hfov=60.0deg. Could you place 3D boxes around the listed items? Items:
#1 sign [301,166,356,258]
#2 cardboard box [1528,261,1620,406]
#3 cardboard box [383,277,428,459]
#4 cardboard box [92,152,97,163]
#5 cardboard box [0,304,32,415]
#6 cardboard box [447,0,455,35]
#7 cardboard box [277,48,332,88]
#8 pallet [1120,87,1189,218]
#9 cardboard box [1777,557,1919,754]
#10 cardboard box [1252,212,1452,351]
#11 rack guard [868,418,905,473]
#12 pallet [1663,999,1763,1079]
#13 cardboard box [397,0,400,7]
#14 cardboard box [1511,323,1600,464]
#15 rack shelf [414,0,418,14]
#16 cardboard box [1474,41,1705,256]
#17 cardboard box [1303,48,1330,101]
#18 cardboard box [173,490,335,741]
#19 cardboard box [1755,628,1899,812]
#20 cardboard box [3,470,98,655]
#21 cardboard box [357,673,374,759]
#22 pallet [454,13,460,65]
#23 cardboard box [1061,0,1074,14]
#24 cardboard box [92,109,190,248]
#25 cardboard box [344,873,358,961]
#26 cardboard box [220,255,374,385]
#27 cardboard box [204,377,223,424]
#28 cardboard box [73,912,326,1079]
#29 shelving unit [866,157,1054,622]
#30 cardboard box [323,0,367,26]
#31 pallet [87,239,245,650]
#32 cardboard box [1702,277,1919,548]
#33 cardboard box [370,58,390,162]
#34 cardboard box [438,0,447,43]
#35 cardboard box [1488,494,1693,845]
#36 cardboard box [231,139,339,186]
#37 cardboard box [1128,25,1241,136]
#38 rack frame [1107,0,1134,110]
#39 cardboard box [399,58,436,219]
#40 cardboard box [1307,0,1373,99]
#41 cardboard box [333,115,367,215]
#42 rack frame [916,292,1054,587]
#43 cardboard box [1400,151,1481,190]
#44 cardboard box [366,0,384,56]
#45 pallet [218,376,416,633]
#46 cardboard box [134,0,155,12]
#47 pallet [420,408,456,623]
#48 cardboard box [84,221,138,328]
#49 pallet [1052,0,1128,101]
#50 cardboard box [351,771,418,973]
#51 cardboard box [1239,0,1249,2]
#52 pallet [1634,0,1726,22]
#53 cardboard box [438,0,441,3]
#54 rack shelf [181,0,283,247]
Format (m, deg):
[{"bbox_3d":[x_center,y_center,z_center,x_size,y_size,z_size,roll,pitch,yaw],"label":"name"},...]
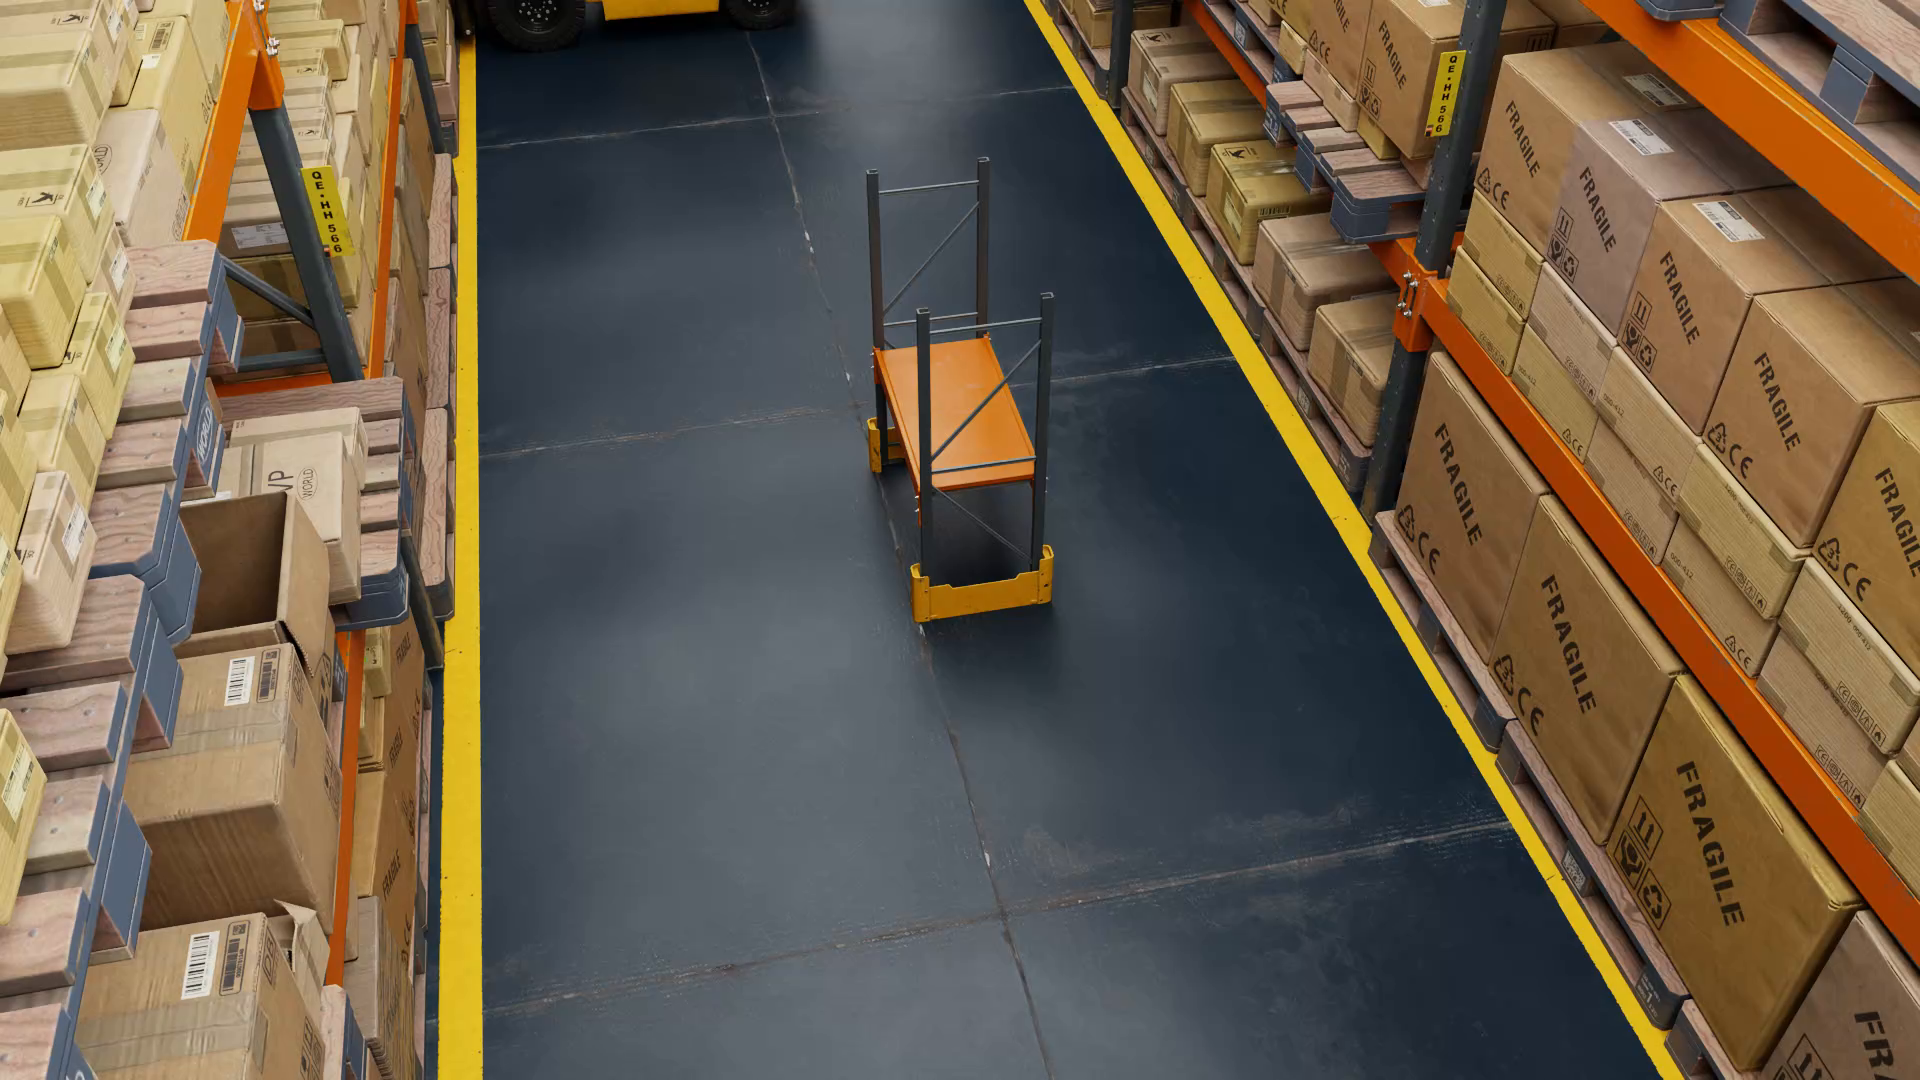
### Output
[{"bbox_3d":[-2.042,-1.057,5.369,0.100,0.325,0.005,-8,42,-9],"label":"sign"},{"bbox_3d":[2.255,-0.715,5.533,0.500,0.250,0.500,-7,42,-8],"label":"cardboard box"},{"bbox_3d":[-2.839,-0.668,7.215,0.875,0.625,0.625,-7,42,-8],"label":"cardboard box"},{"bbox_3d":[-2.006,-0.752,3.390,0.380,0.149,0.250,-7,42,-8],"label":"cardboard box"},{"bbox_3d":[-1.676,-0.221,2.553,0.380,0.149,0.250,-8,42,-9],"label":"cardboard box"},{"bbox_3d":[-3.465,-3.310,10.475,0.500,0.250,0.500,-8,42,-9],"label":"cardboard box"},{"bbox_3d":[-2.642,-1.761,6.410,0.380,0.149,0.250,-8,42,-9],"label":"cardboard box"},{"bbox_3d":[1.583,-2.329,9.715,1.003,0.211,1.213,-8,42,-9],"label":"pallet"},{"bbox_3d":[2.574,0.270,4.423,0.500,0.250,0.500,-7,42,-8],"label":"cardboard box"},{"bbox_3d":[1.997,-1.303,8.121,0.950,0.372,0.625,-9,42,-10],"label":"cardboard box"},{"bbox_3d":[-0.124,-0.466,7.586,0.587,0.250,0.087,-8,42,-9],"label":"rack guard"},{"bbox_3d":[2.900,1.863,4.993,1.003,0.211,1.213,-8,42,-9],"label":"pallet"},{"bbox_3d":[-3.069,-2.817,8.277,0.500,0.250,0.500,-7,42,-8],"label":"cardboard box"},{"bbox_3d":[2.264,-0.544,5.716,0.500,0.250,0.500,-9,42,-11],"label":"cardboard box"},{"bbox_3d":[-3.865,-4.190,10.253,1.077,0.370,4.000,-8,42,-9],"label":"rack shelf"},{"bbox_3d":[2.144,-1.340,5.672,0.500,0.500,0.500,-10,43,-11],"label":"cardboard box"},{"bbox_3d":[1.703,-2.010,7.128,0.380,0.149,0.250,-10,43,-11],"label":"cardboard box"},{"bbox_3d":[-2.037,0.266,4.297,0.797,0.503,0.637,-9,42,-10],"label":"cardboard box"},{"bbox_3d":[2.598,0.451,4.596,0.500,0.250,0.500,-9,42,-10],"label":"cardboard box"},{"bbox_3d":[-1.526,0.051,2.471,0.380,0.149,0.250,-8,42,-9],"label":"cardboard box"},{"bbox_3d":[-2.113,0.599,5.394,0.380,0.149,0.250,-10,43,-11],"label":"cardboard box"},{"bbox_3d":[-3.830,-3.434,10.959,1.003,0.211,1.213,-8,42,-9],"label":"pallet"},{"bbox_3d":[0.898,-3.694,10.906,0.500,0.250,0.500,-9,42,-10],"label":"cardboard box"},{"bbox_3d":[-2.004,-0.688,3.619,0.500,0.250,0.500,-8,42,-9],"label":"cardboard box"},{"bbox_3d":[-1.957,1.113,4.815,0.380,0.149,0.250,-10,43,-11],"label":"cardboard box"},{"bbox_3d":[-2.427,-0.836,6.046,0.500,0.250,0.500,-8,42,-9],"label":"cardboard box"},{"bbox_3d":[-2.611,-0.408,5.059,0.500,0.500,0.500,-6,42,-7],"label":"cardboard box"},{"bbox_3d":[-1.704,1.147,3.307,0.700,0.500,0.500,-8,42,-9],"label":"cardboard box"},{"bbox_3d":[-0.016,-0.610,6.808,0.587,1.500,1.083,-8,42,-9],"label":"shelving unit"},{"bbox_3d":[-2.705,-2.268,6.982,0.380,0.149,0.250,-9,42,-10],"label":"cardboard box"},{"bbox_3d":[-2.005,-0.133,3.023,1.213,0.211,1.003,-8,42,-9],"label":"pallet"},{"bbox_3d":[2.463,-0.355,4.562,0.500,0.500,0.500,-8,42,-9],"label":"cardboard box"},{"bbox_3d":[-2.759,-1.833,7.168,0.500,0.250,0.500,-7,42,-8],"label":"cardboard box"},{"bbox_3d":[-3.346,-3.162,9.931,0.500,0.250,0.500,-9,42,-10],"label":"cardboard box"},{"bbox_3d":[2.533,0.392,5.833,0.875,0.875,0.875,-8,42,-9],"label":"cardboard box"},{"bbox_3d":[-2.409,-1.272,5.859,0.380,0.149,0.250,-7,42,-8],"label":"cardboard box"},{"bbox_3d":[1.529,-2.711,9.708,0.950,0.372,0.625,-8,42,-9],"label":"cardboard box"},{"bbox_3d":[1.413,-3.876,9.357,1.000,3.000,0.127,-8,42,-9],"label":"rack frame"},{"bbox_3d":[-3.309,-2.095,8.823,0.875,0.625,0.625,-7,42,-7],"label":"cardboard box"},{"bbox_3d":[1.785,-2.178,6.828,0.500,0.500,0.500,-9,42,-10],"label":"cardboard box"},{"bbox_3d":[-2.534,-1.348,6.246,0.500,0.250,0.500,-7,42,-8],"label":"cardboard box"},{"bbox_3d":[0.091,-0.287,6.443,0.500,1.500,0.032,-8,42,-9],"label":"rack frame"},{"bbox_3d":[1.976,-1.525,6.582,0.380,0.149,0.250,-7,42,-8],"label":"cardboard box"},{"bbox_3d":[-2.854,-2.347,7.371,0.500,0.250,0.500,-8,42,-8],"label":"cardboard box"},{"bbox_3d":[-2.355,-0.069,5.213,1.213,0.211,1.003,-8,42,-9],"label":"pallet"},{"bbox_3d":[-2.221,-1.419,4.142,0.380,0.149,0.250,-9,42,-10],"label":"cardboard box"},{"bbox_3d":[-2.709,-0.066,7.166,1.003,0.211,1.213,-8,42,-9],"label":"pallet"},{"bbox_3d":[-1.739,-0.443,3.027,0.380,0.149,0.250,-7,42,-8],"label":"cardboard box"},{"bbox_3d":[1.234,-3.264,10.768,1.003,0.211,1.213,-8,42,-9],"label":"pallet"},{"bbox_3d":[-2.055,1.116,5.300,0.500,0.500,0.500,-7,42,-7],"label":"cardboard box"},{"bbox_3d":[1.478,-2.687,7.891,0.380,0.149,0.250,-7,42,-8],"label":"cardboard box"},{"bbox_3d":[2.467,-1.925,5.042,1.213,0.211,1.003,-7,42,-7],"label":"pallet"},{"bbox_3d":[-3.331,-3.357,9.774,0.500,0.250,0.500,-8,42,-9],"label":"cardboard box"},{"bbox_3d":[-2.138,-0.126,3.415,1.077,0.370,4.000,-8,42,-9],"label":"rack shelf"}]
